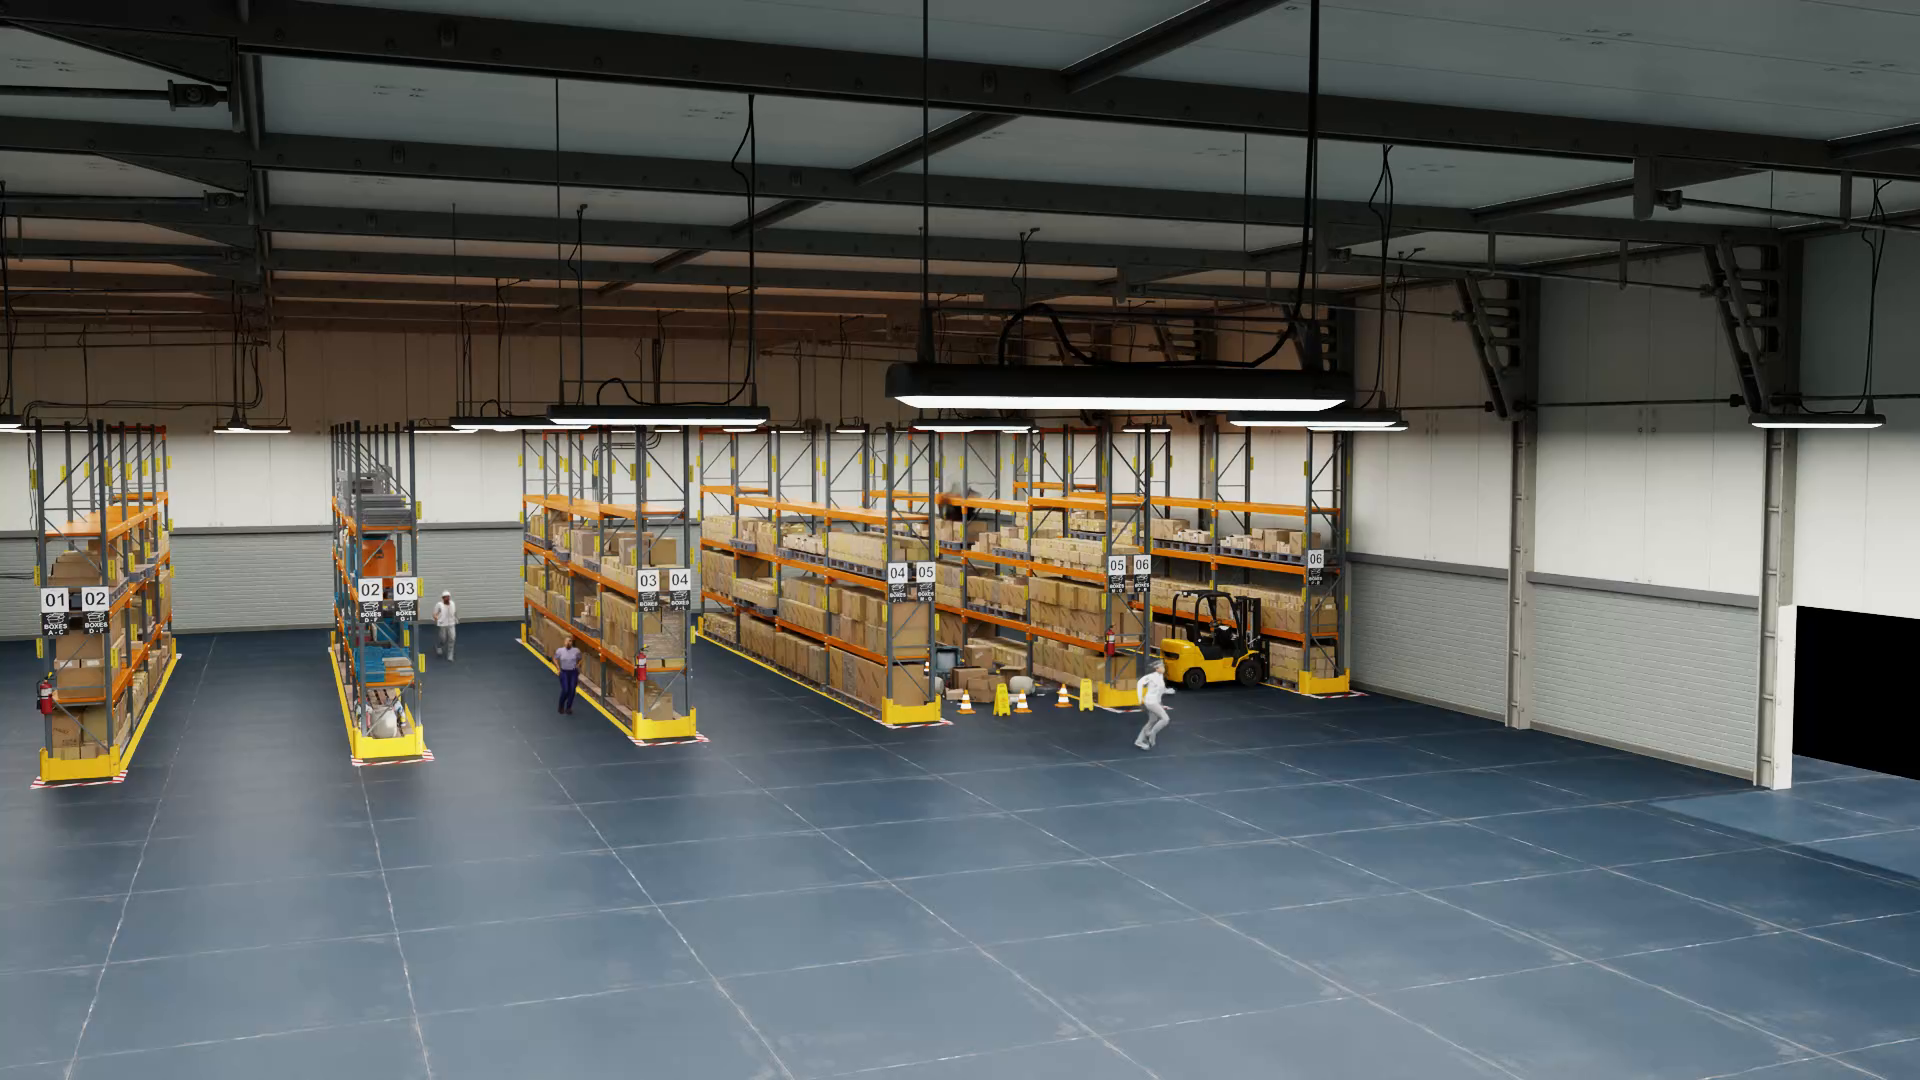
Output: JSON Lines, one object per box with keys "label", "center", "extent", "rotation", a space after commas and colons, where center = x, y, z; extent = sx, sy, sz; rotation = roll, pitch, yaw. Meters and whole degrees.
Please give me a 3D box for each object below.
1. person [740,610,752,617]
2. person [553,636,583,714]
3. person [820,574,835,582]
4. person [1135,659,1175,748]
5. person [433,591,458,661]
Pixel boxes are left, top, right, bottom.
{"label": "person", "center": [-6.395, 1.945, 49.470], "extent": [0.555, 1.368, 0.555], "rotation": [-2, 4, -29]}
{"label": "person", "center": [-8.009, 2.779, 34.116], "extent": [0.585, 1.615, 0.601], "rotation": [-2, 4, -24]}
{"label": "person", "center": [-4.135, 1.683, 50.704], "extent": [0.972, 1.731, 0.662], "rotation": [-2, 4, -27]}
{"label": "person", "center": [3.553, 2.984, 30.313], "extent": [0.732, 1.642, 0.633], "rotation": [2, 4, 27]}
{"label": "person", "center": [-13.159, 2.195, 42.577], "extent": [0.657, 1.776, 0.876], "rotation": [-3, 4, -37]}
